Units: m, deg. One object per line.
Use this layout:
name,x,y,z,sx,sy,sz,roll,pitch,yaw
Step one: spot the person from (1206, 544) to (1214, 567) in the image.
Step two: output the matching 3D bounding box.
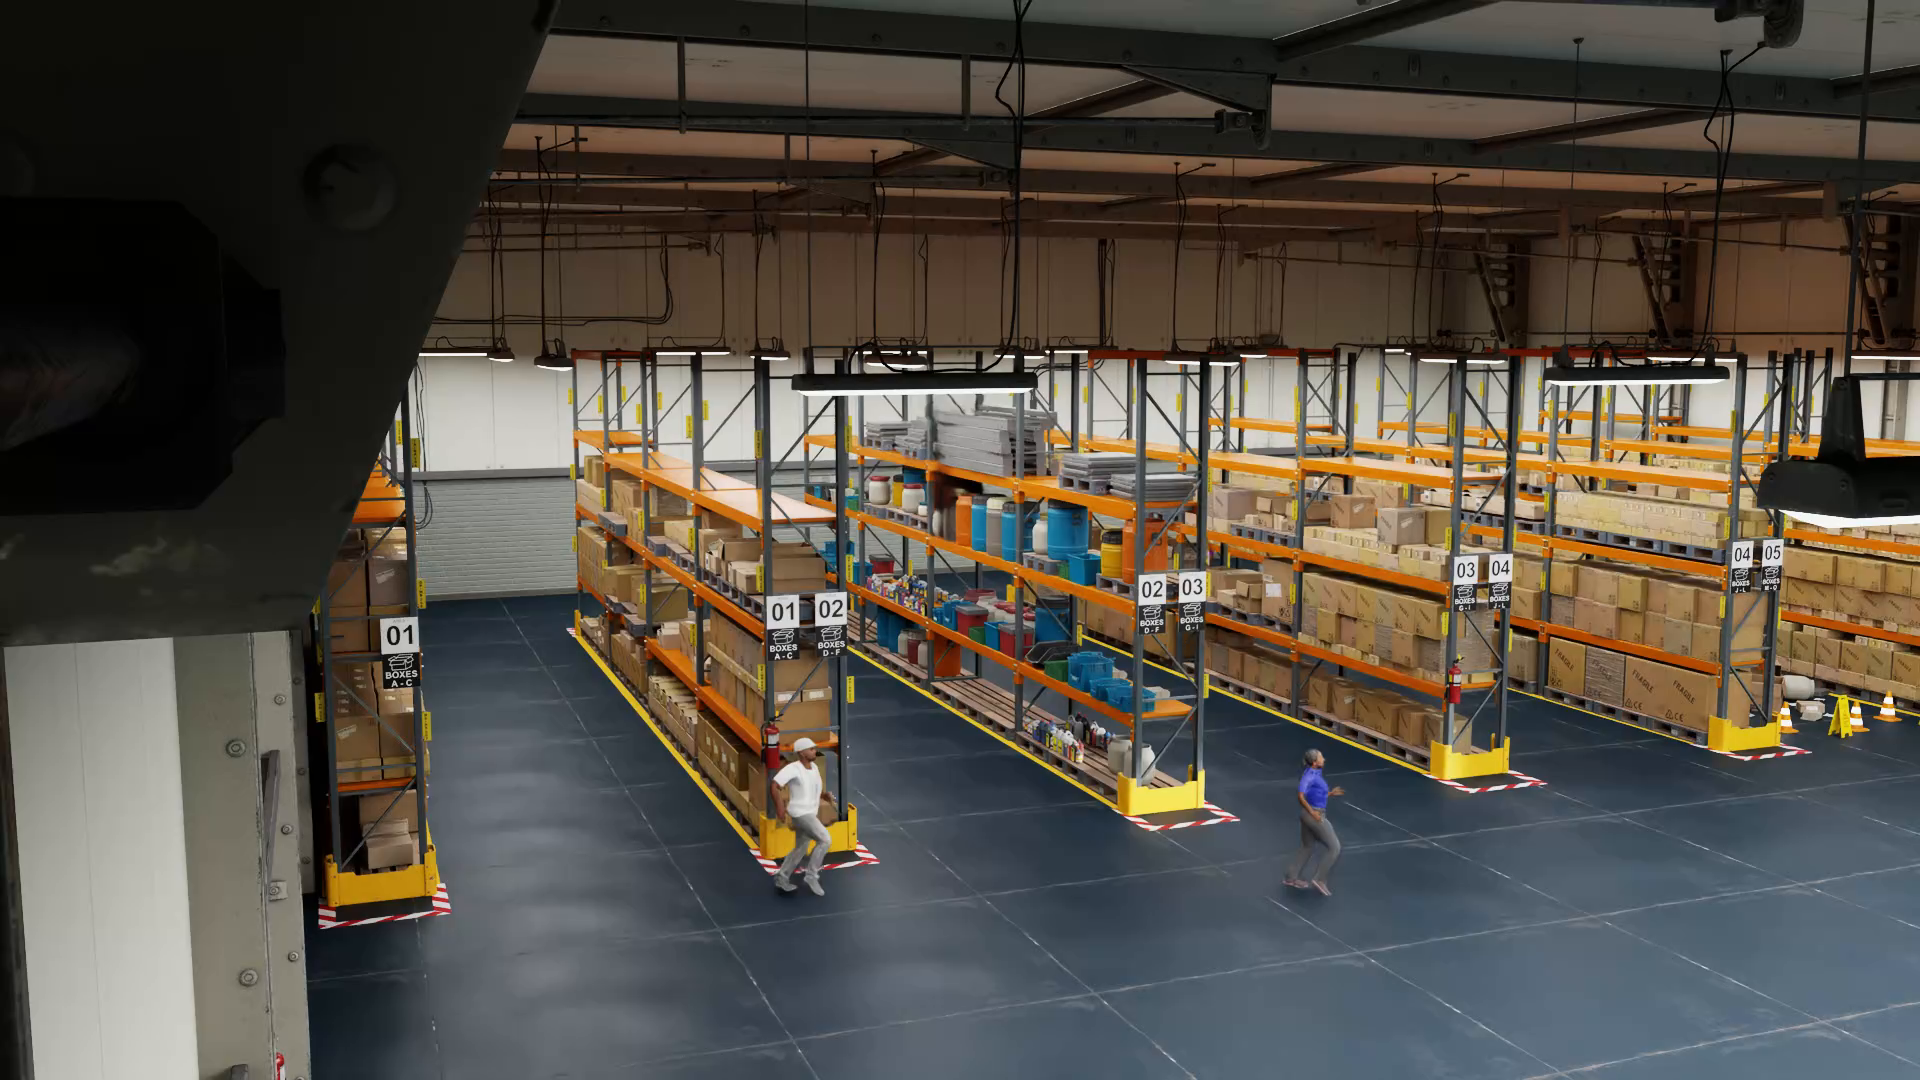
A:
person,5.440,0.836,37.812,0.740,1.667,0.969,-2,7,-16

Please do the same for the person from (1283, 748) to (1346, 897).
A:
person,4.019,3.193,18.791,0.688,1.703,0.553,0,7,-1

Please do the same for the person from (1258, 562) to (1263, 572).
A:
person,7.742,0.224,42.181,0.916,1.698,0.613,-3,8,-22

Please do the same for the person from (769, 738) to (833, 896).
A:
person,-1.747,3.114,18.912,0.690,1.722,0.712,2,7,16
